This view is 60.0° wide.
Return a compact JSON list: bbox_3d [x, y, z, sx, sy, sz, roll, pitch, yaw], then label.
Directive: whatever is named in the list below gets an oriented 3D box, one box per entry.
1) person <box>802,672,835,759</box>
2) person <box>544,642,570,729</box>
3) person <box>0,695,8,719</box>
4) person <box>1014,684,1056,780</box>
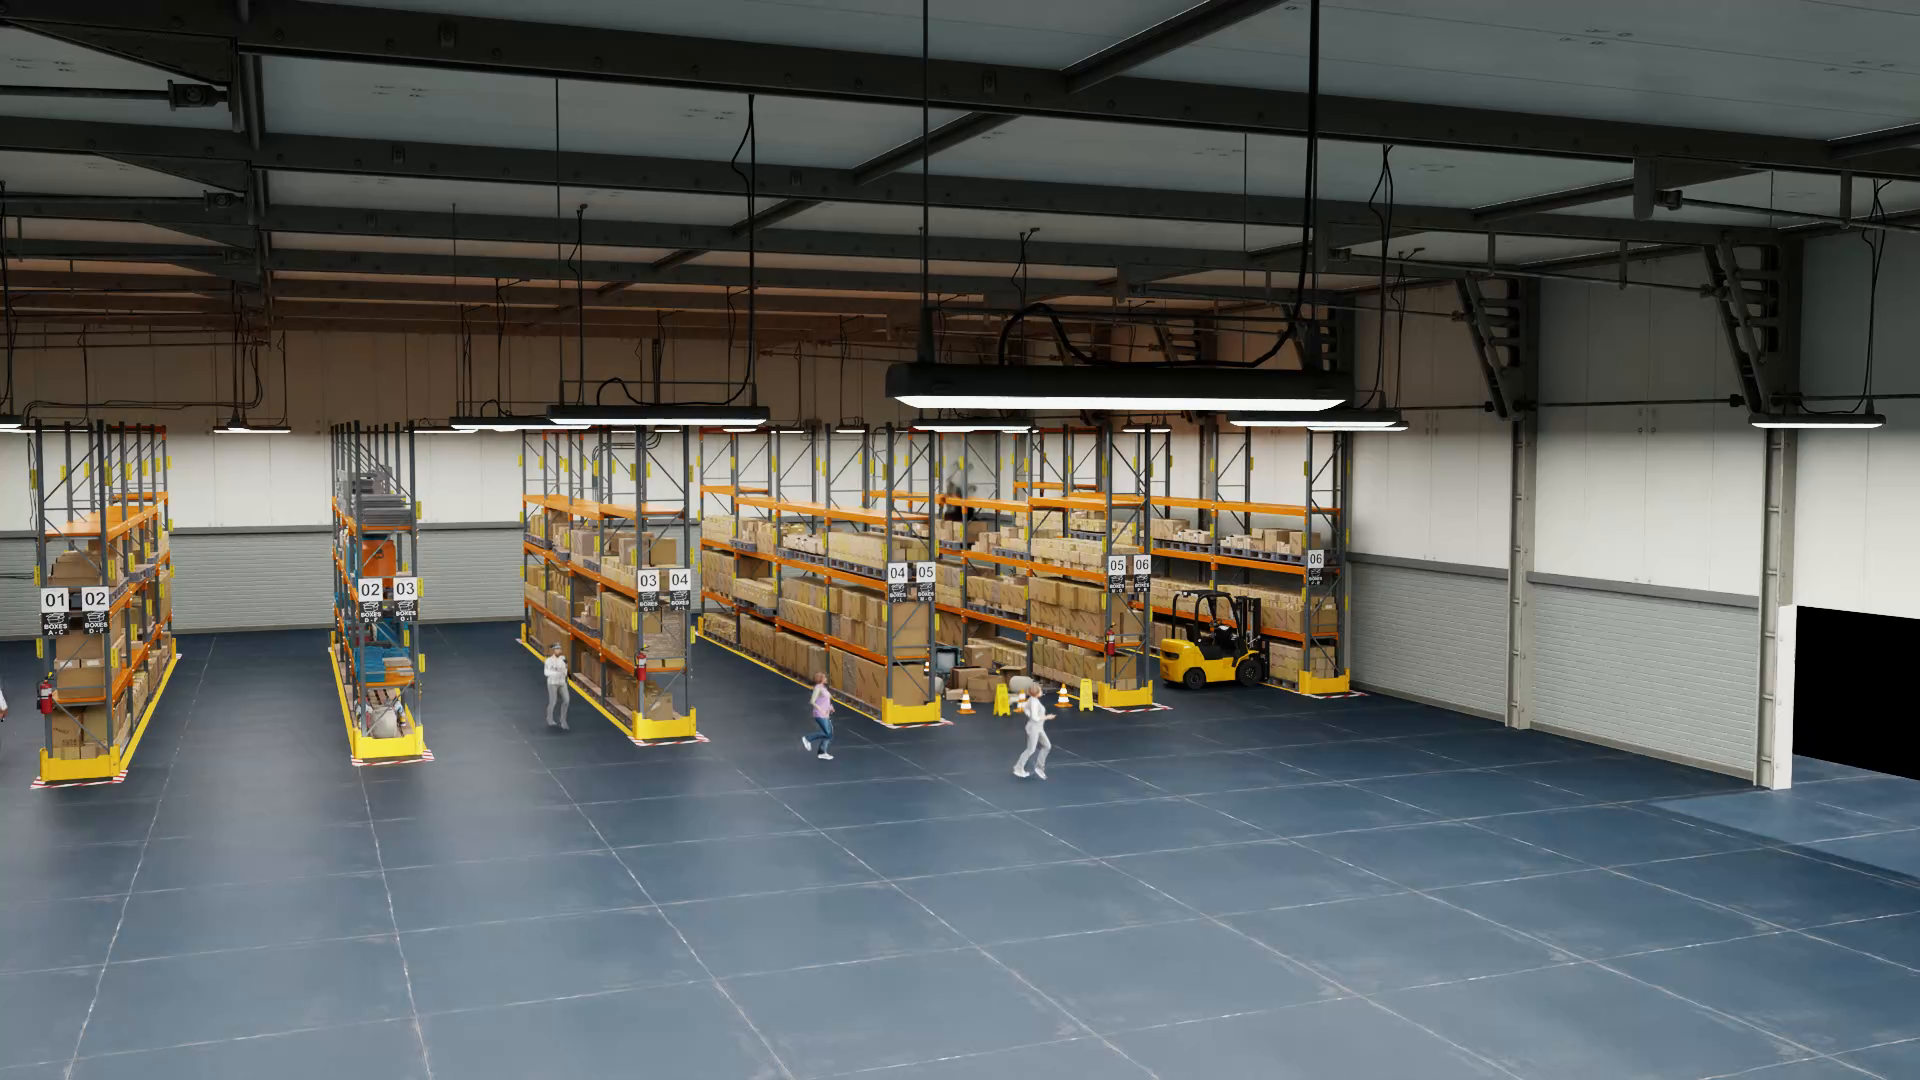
[{"bbox_3d":[-2.510,3.109,29.479,0.549,1.558,0.537,1,4,10],"label":"person"},{"bbox_3d":[-7.878,2.850,32.579,0.561,1.726,0.753,-3,4,-36],"label":"person"},{"bbox_3d":[-16.287,3.151,27.710,0.739,1.758,0.812,-1,4,-22],"label":"person"},{"bbox_3d":[1.246,3.201,27.637,0.698,1.634,0.513,1,4,10],"label":"person"}]
